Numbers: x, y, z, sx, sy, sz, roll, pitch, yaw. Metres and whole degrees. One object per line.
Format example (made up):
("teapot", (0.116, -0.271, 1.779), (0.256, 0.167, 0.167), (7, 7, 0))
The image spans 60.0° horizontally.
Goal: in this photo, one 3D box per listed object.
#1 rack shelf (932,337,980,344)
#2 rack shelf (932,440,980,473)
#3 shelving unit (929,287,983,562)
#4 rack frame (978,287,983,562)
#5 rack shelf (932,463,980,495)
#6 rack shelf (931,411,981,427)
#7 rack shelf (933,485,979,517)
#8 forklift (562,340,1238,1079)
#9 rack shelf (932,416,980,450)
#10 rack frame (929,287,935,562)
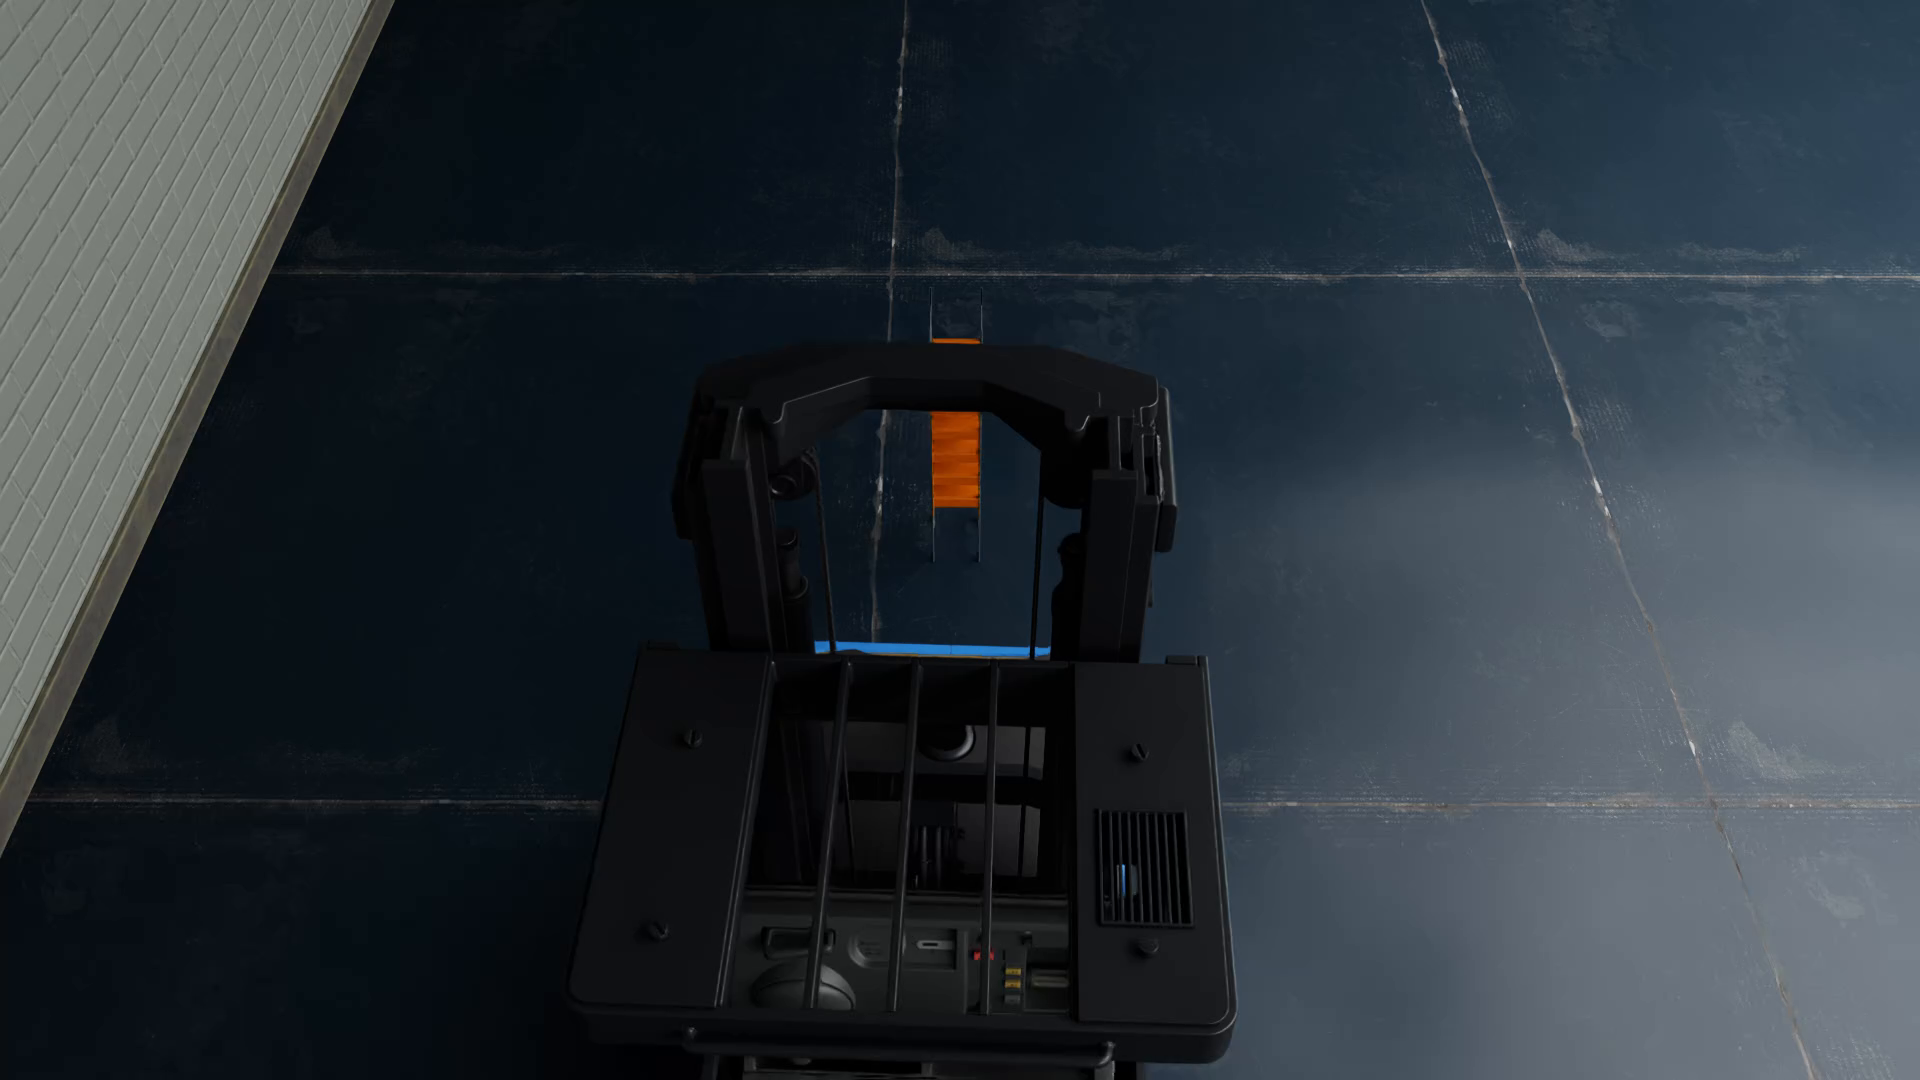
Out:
("rack shelf", (-0.014, -0.624, 6.080), (0.180, 0.103, 0.258), (0, 47, 0))
("rack shelf", (-0.014, -0.379, 6.343), (0.180, 0.103, 0.258), (0, 47, 0))
("shelving unit", (-0.014, -0.409, 6.311), (0.189, 1.200, 0.258), (0, 47, 0))
("rack frame", (0.077, -0.409, 6.311), (0.006, 1.200, 0.240), (0, 47, 0))
("rack shelf", (-0.014, -0.297, 6.431), (0.180, 0.103, 0.258), (0, 47, 0))
("rack shelf", (-0.014, -0.542, 6.168), (0.180, 0.103, 0.258), (0, 47, 0))
("rack shelf", (-0.014, -0.215, 6.519), (0.180, 0.103, 0.258), (0, 47, 0))
("forklift", (-0.083, 1.127, 3.698), (1.130, 2.935, 3.031), (2, 47, 1))
("rack shelf", (-0.014, -0.460, 6.256), (0.180, 0.103, 0.258), (0, 47, 0))
("rack frame", (-0.106, -0.409, 6.311), (0.006, 1.200, 0.240), (0, 47, 0))
